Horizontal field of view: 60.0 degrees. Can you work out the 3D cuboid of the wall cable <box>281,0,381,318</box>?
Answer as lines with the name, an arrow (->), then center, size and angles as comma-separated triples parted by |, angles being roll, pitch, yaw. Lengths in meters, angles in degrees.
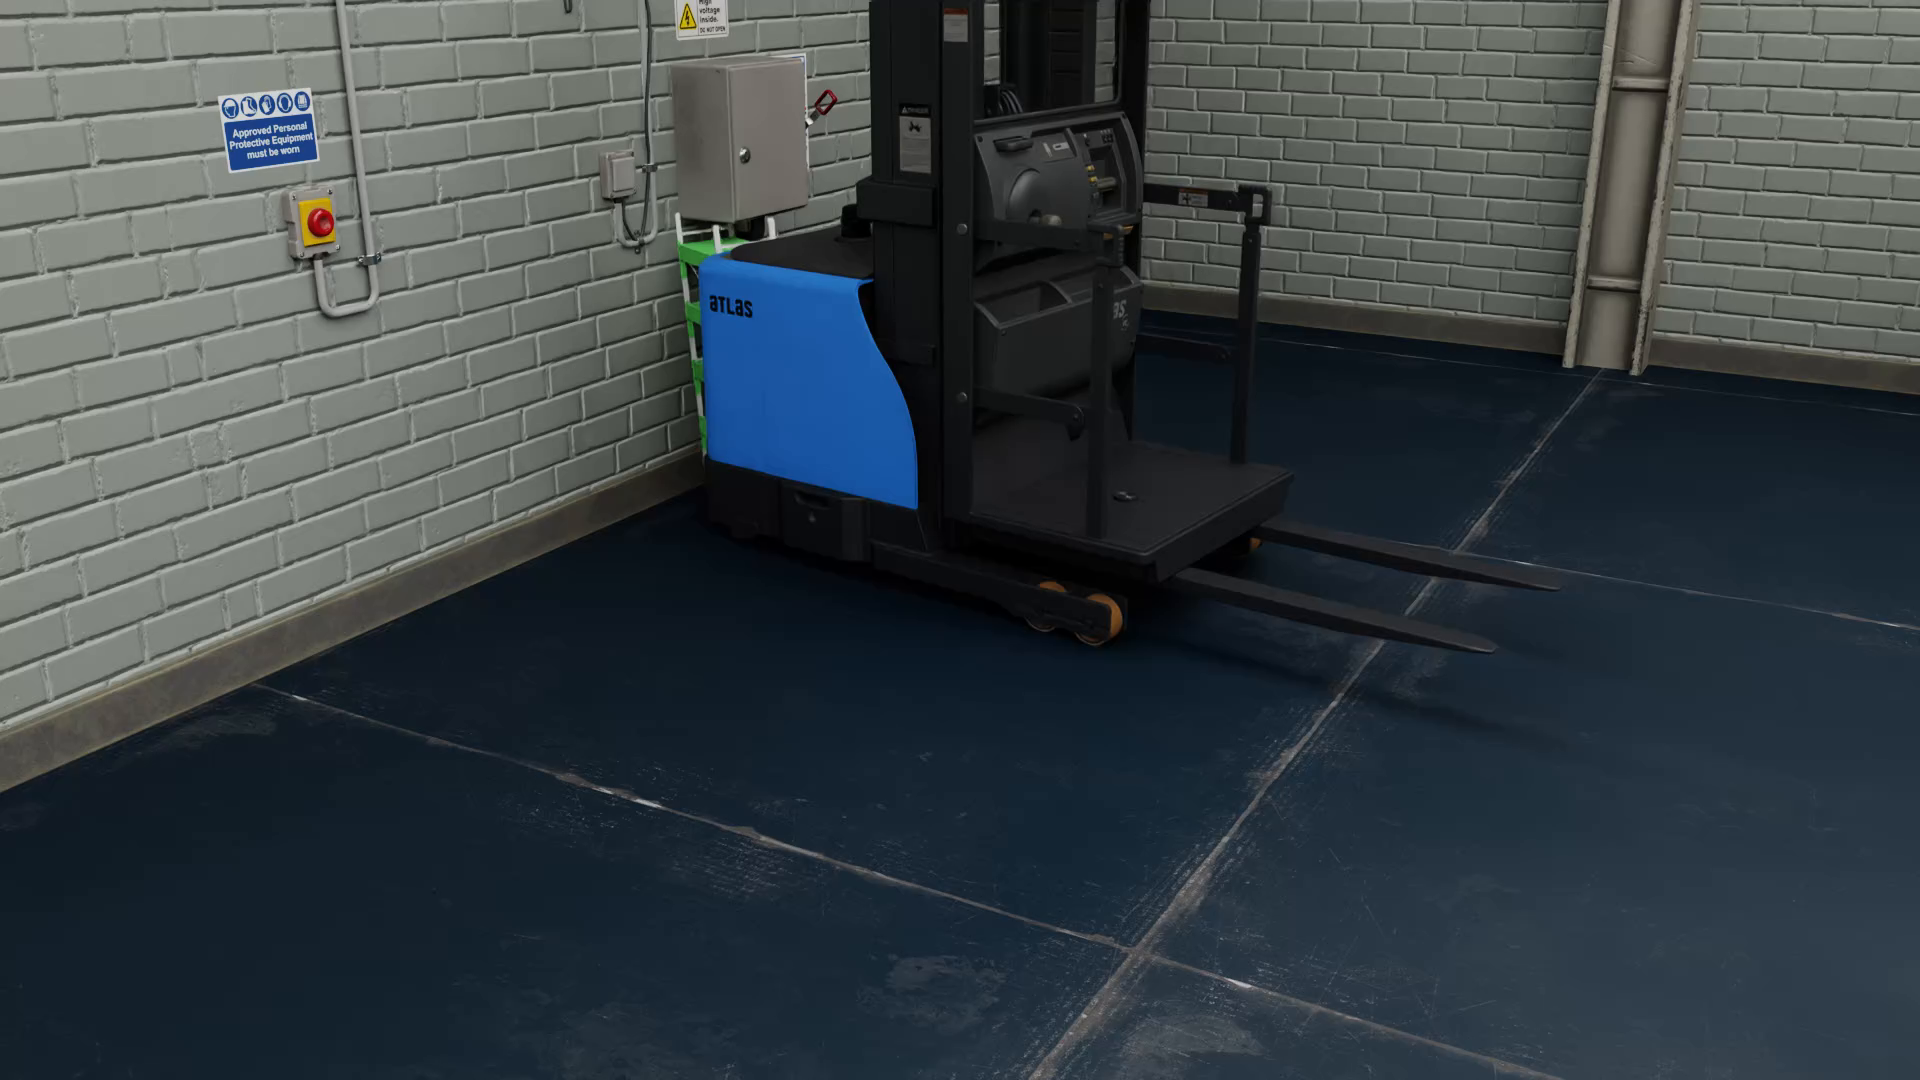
wall cable -> -1.959, -1.581, 4.789 | 0.123, 1.953, 0.585 | 11, 23, 27

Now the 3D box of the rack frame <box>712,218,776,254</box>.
rack frame -> -0.774, -0.629, 6.438 | 0.240, 1.200, 0.015 | -13, 20, -24

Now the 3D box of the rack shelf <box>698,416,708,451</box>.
rack shelf -> -0.861, -0.405, 6.745 | 0.258, 0.148, 0.480 | -13, 20, -24

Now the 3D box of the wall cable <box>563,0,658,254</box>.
wall cable -> -1.278, -1.991, 5.964 | 0.122, 1.984, 0.588 | 11, 23, 27

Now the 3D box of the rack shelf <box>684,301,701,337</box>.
rack shelf -> -0.894, -0.859, 6.591 | 0.258, 0.148, 0.480 | -13, 20, -24

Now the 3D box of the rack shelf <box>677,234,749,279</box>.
rack shelf -> -0.910, -1.085, 6.514 | 0.258, 0.148, 0.480 | -13, 20, -24

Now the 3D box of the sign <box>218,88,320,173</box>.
sign -> -2.036, -1.212, 4.910 | 0.001, 0.218, 0.327 | 11, 23, 27

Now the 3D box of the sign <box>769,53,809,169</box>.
sign -> -0.747, -1.827, 7.142 | 0.001, 0.494, 0.329 | 11, 23, 27

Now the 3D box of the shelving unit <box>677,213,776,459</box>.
shelving unit -> -0.882, -0.692, 6.648 | 0.258, 1.200, 0.503 | -13, 20, -24

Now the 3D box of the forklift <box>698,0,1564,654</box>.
forklift -> 0.514, -1.239, 5.482 | 3.031, 2.935, 1.130 | 14, 24, 34

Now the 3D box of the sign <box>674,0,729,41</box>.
sign -> -1.015, -2.096, 6.534 | 0.001, 0.242, 0.339 | 11, 23, 27

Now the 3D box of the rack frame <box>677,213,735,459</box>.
rack frame -> -0.990, -0.756, 6.857 | 0.240, 1.200, 0.015 | -13, 20, -24

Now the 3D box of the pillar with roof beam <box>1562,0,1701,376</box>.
pillar with roof beam -> 1.379, -3.892, 3.897 | 0.400, 9.000, 9.100 | 11, 23, 27

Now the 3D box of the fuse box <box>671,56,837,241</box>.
fuse box -> -0.807, -1.084, 6.845 | 0.414, 1.711, 0.539 | 11, 23, 27

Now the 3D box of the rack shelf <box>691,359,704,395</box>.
rack shelf -> -0.878, -0.632, 6.668 | 0.258, 0.148, 0.480 | -13, 20, -24
